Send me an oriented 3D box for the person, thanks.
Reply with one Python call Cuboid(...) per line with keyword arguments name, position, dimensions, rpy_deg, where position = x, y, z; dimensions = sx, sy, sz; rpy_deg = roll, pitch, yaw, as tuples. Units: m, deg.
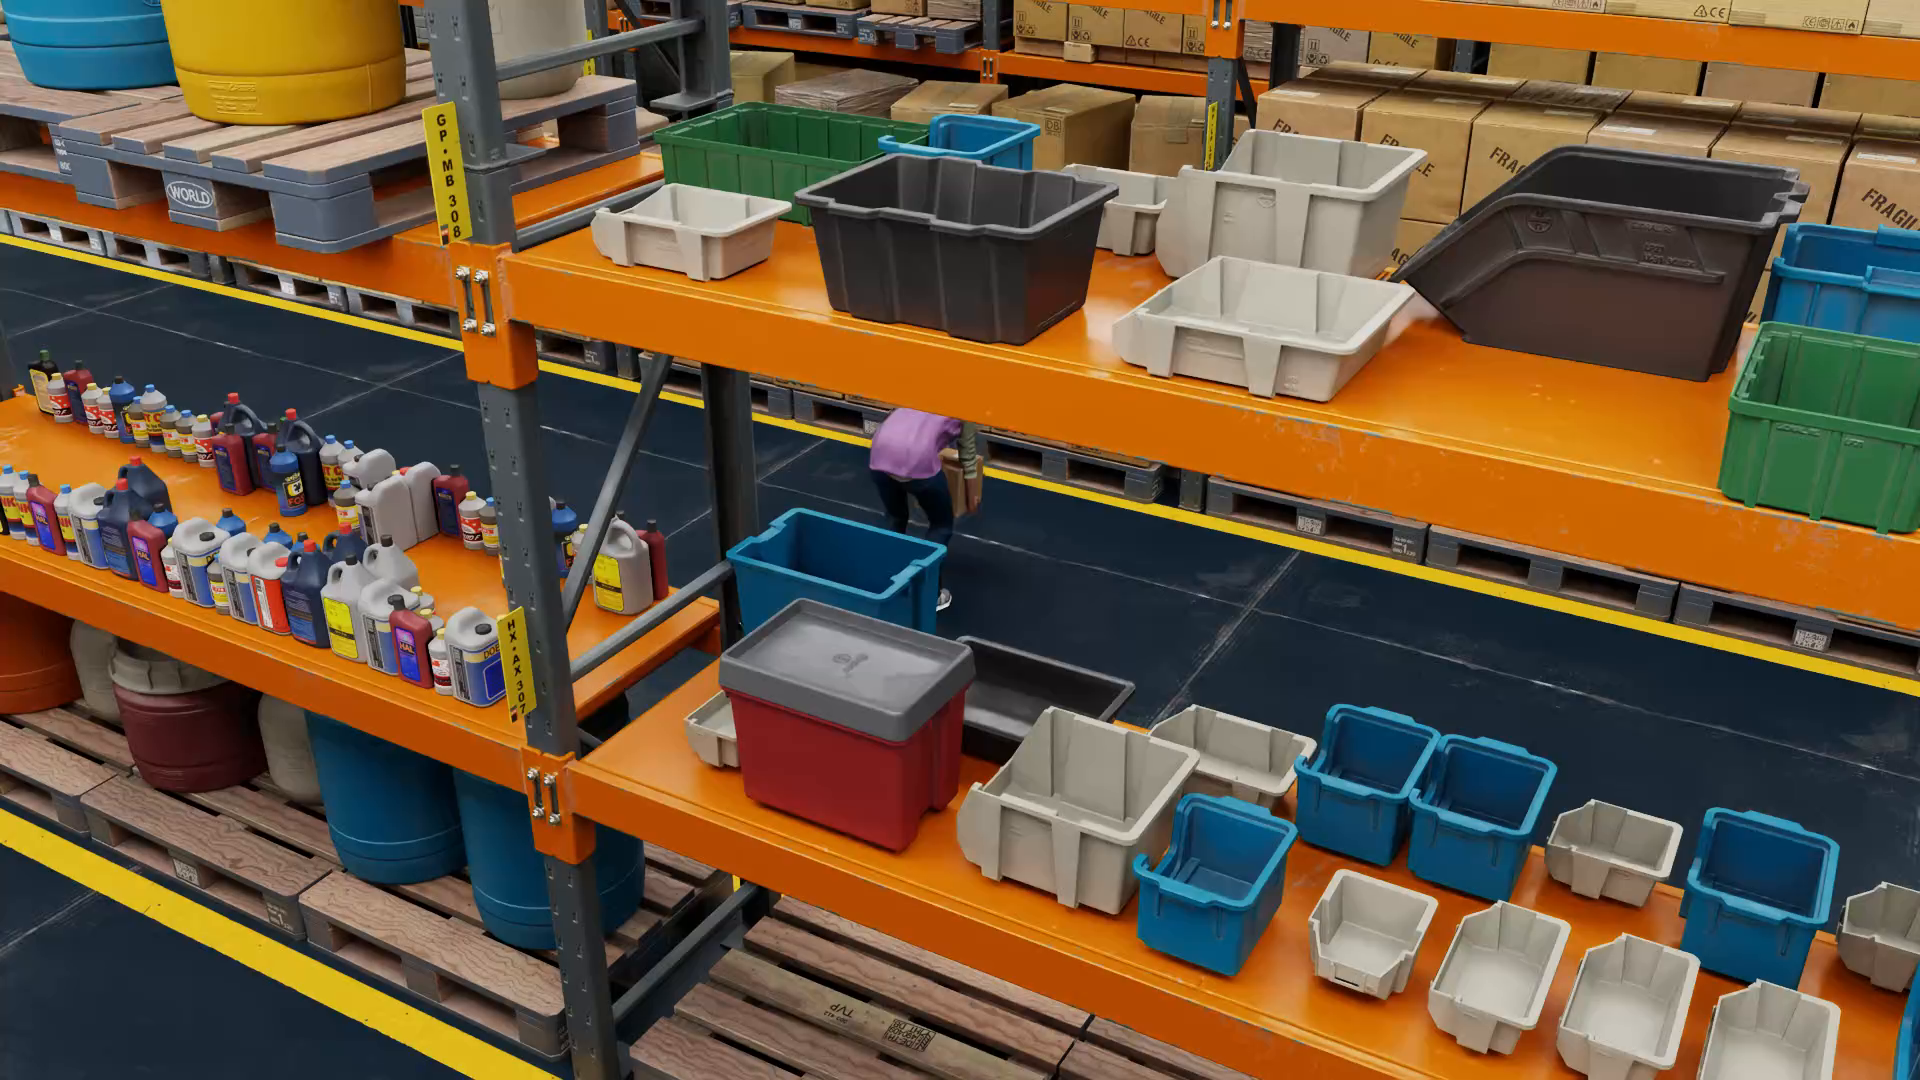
Cuboid(name="person", position=(-0.129, -0.265, 8.162), dimensions=(0.379, 1.136, 0.848), rpy_deg=(13, 30, 25))
